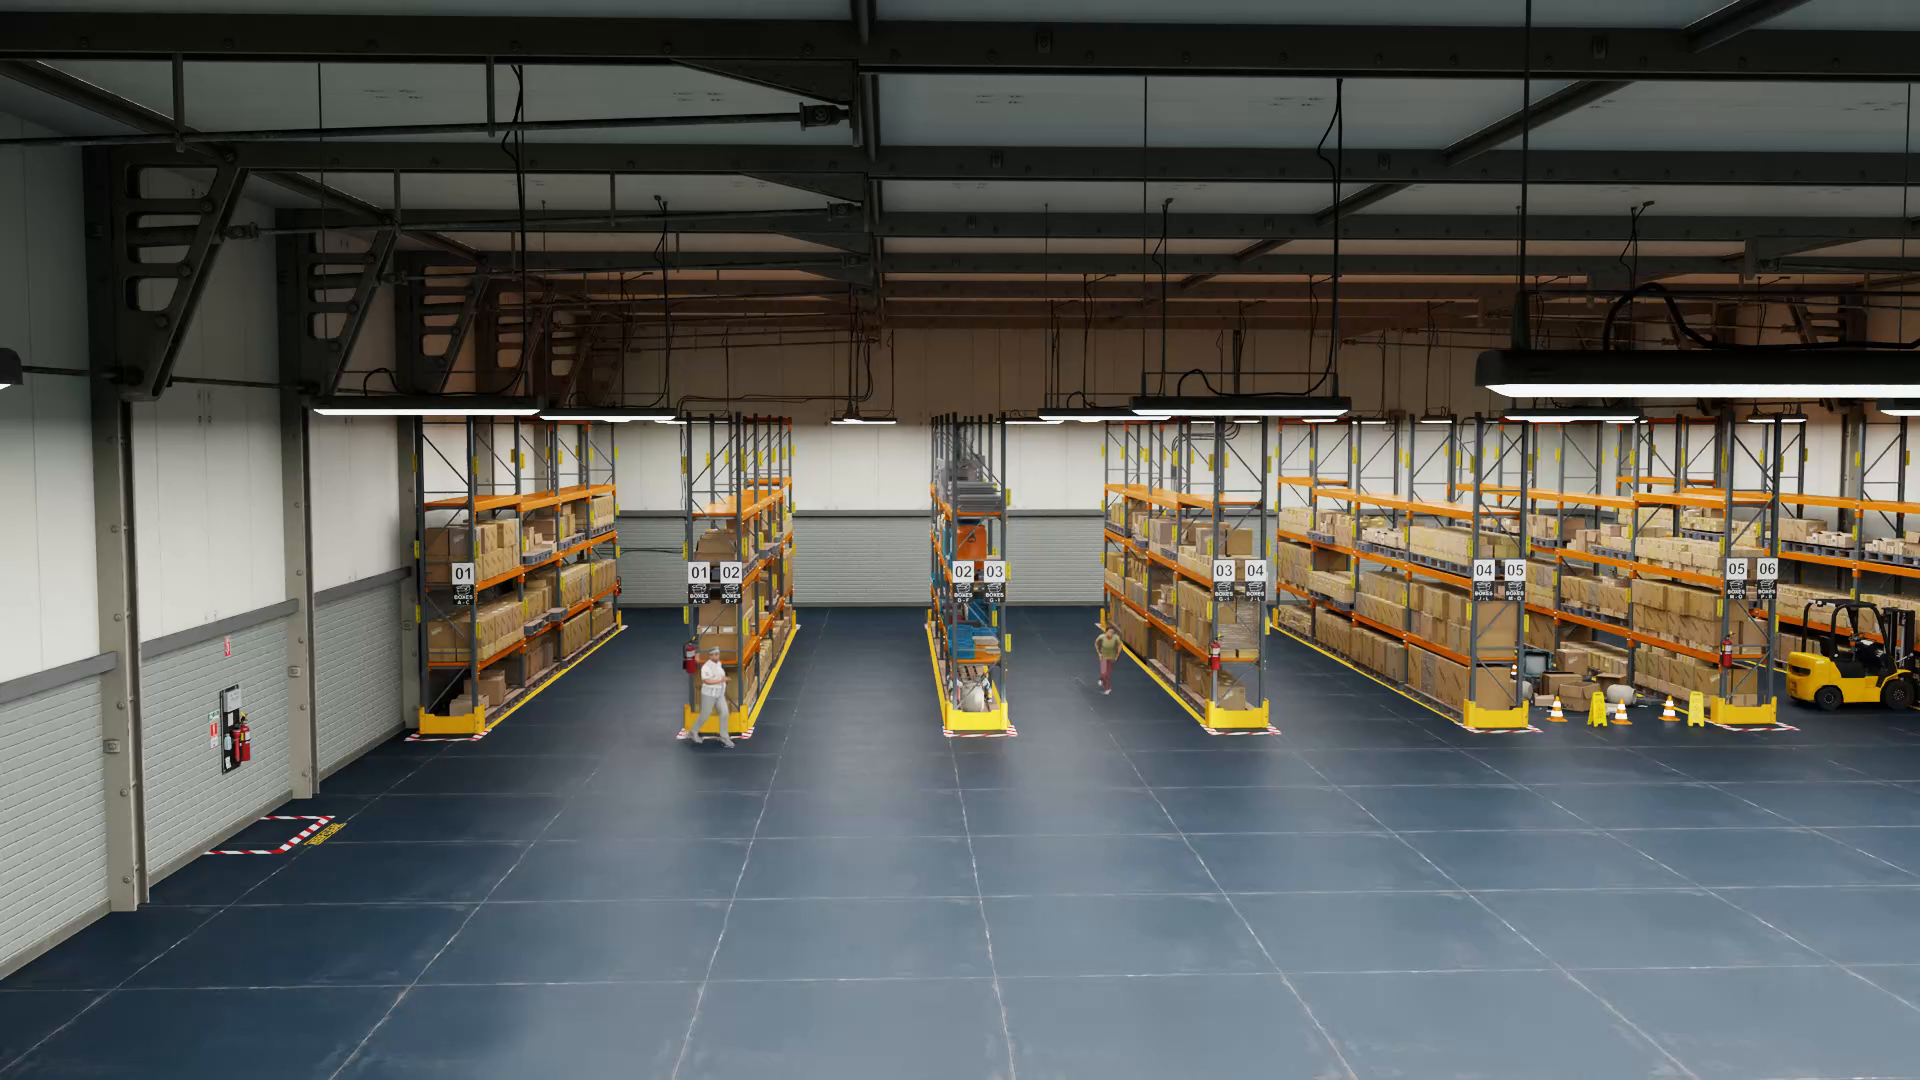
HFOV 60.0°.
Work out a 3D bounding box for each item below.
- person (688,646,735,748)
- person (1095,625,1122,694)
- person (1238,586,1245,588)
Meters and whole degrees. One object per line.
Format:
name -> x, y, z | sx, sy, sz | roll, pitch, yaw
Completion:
person -> -4.461, 2.796, 29.810 | 0.915, 1.811, 0.639 | 2, 4, 29
person -> 3.177, 2.548, 35.849 | 0.587, 1.518, 0.963 | 0, 4, -3
person -> 7.890, 1.628, 47.645 | 0.757, 1.702, 0.716 | 2, 4, 29
